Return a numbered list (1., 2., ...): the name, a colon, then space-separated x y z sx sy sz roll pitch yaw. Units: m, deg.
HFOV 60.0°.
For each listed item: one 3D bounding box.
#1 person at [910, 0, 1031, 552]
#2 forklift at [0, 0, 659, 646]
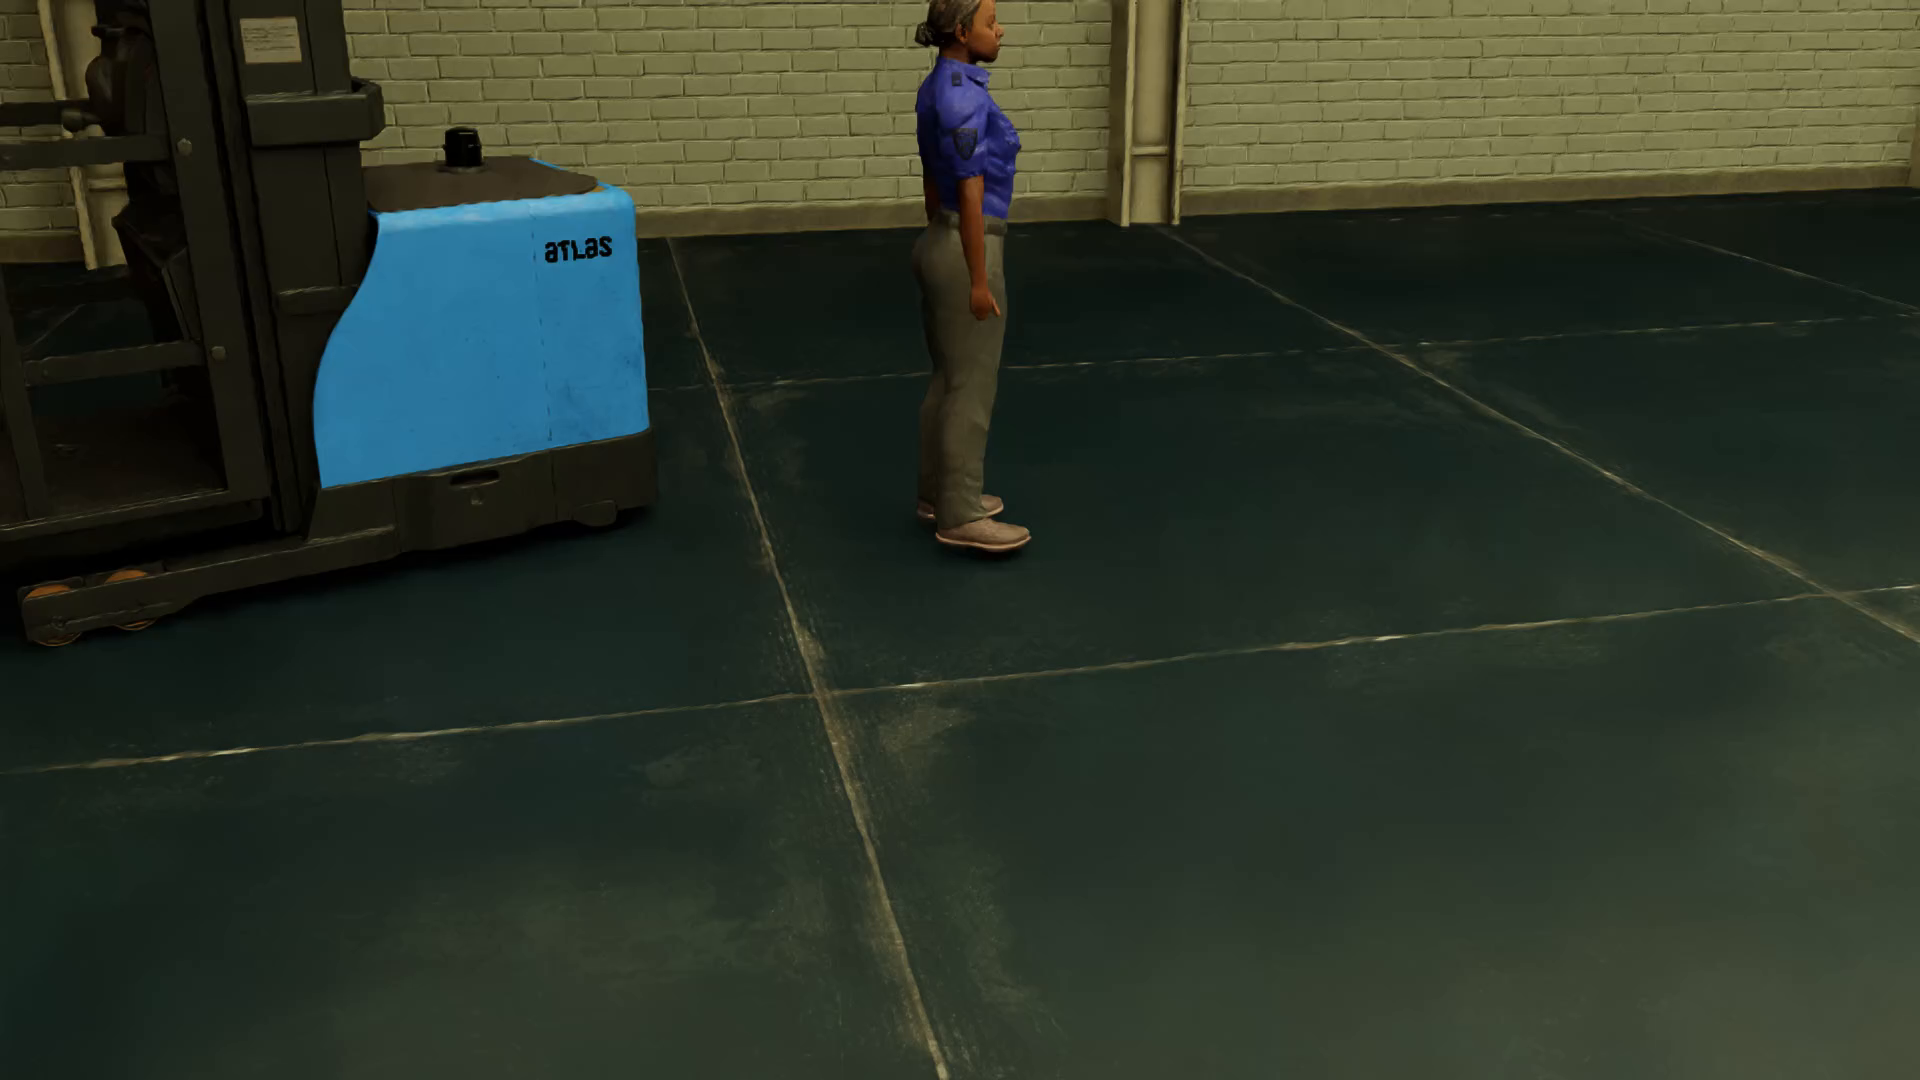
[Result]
1. person: 0.025 -0.810 4.987 0.320 1.662 0.446 -5 21 -12
2. forklift: -2.507 -1.294 4.579 3.031 2.935 1.130 -13 24 -30
